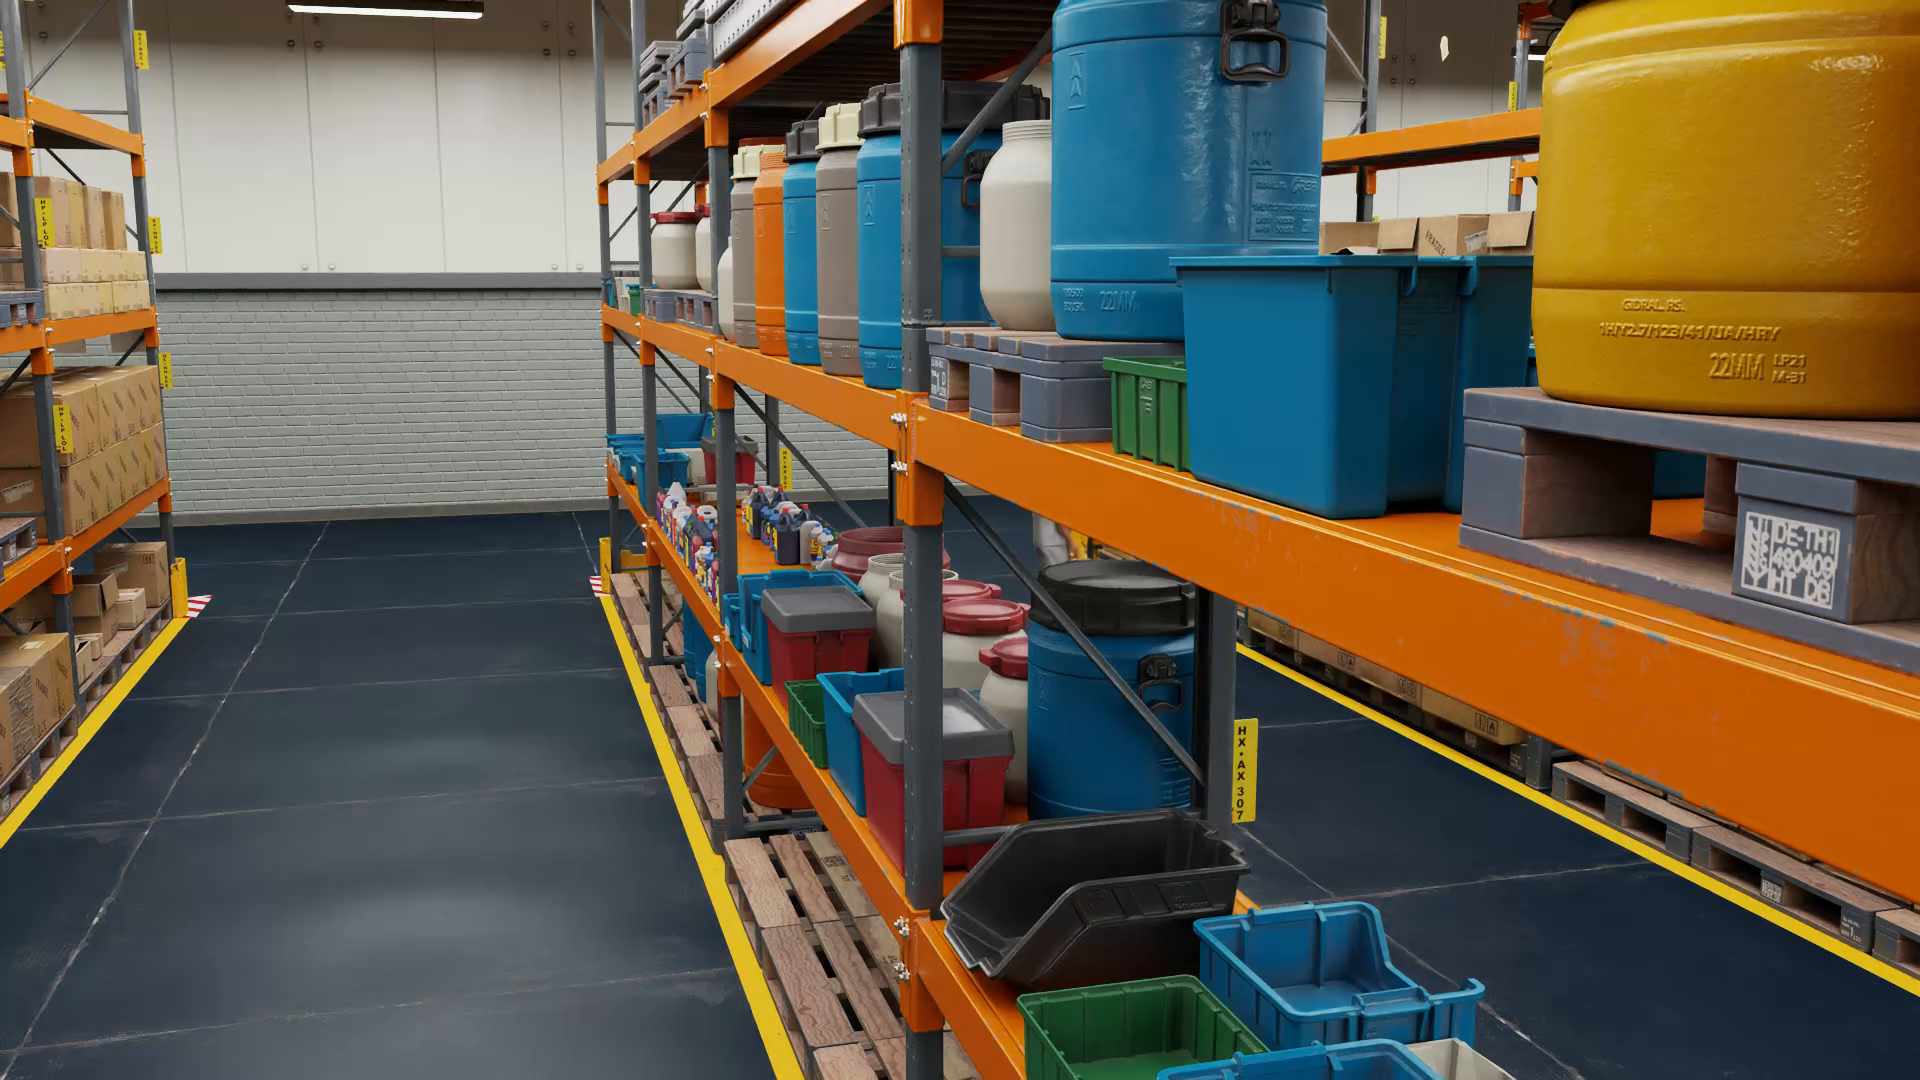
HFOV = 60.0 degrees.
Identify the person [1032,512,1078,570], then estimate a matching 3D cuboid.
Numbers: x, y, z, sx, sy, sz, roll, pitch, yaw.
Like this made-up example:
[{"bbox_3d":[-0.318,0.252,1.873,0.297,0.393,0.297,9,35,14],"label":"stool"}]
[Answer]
[{"bbox_3d":[0.826,0.044,14.103,0.415,1.676,0.473,-3,10,-17],"label":"person"}]
